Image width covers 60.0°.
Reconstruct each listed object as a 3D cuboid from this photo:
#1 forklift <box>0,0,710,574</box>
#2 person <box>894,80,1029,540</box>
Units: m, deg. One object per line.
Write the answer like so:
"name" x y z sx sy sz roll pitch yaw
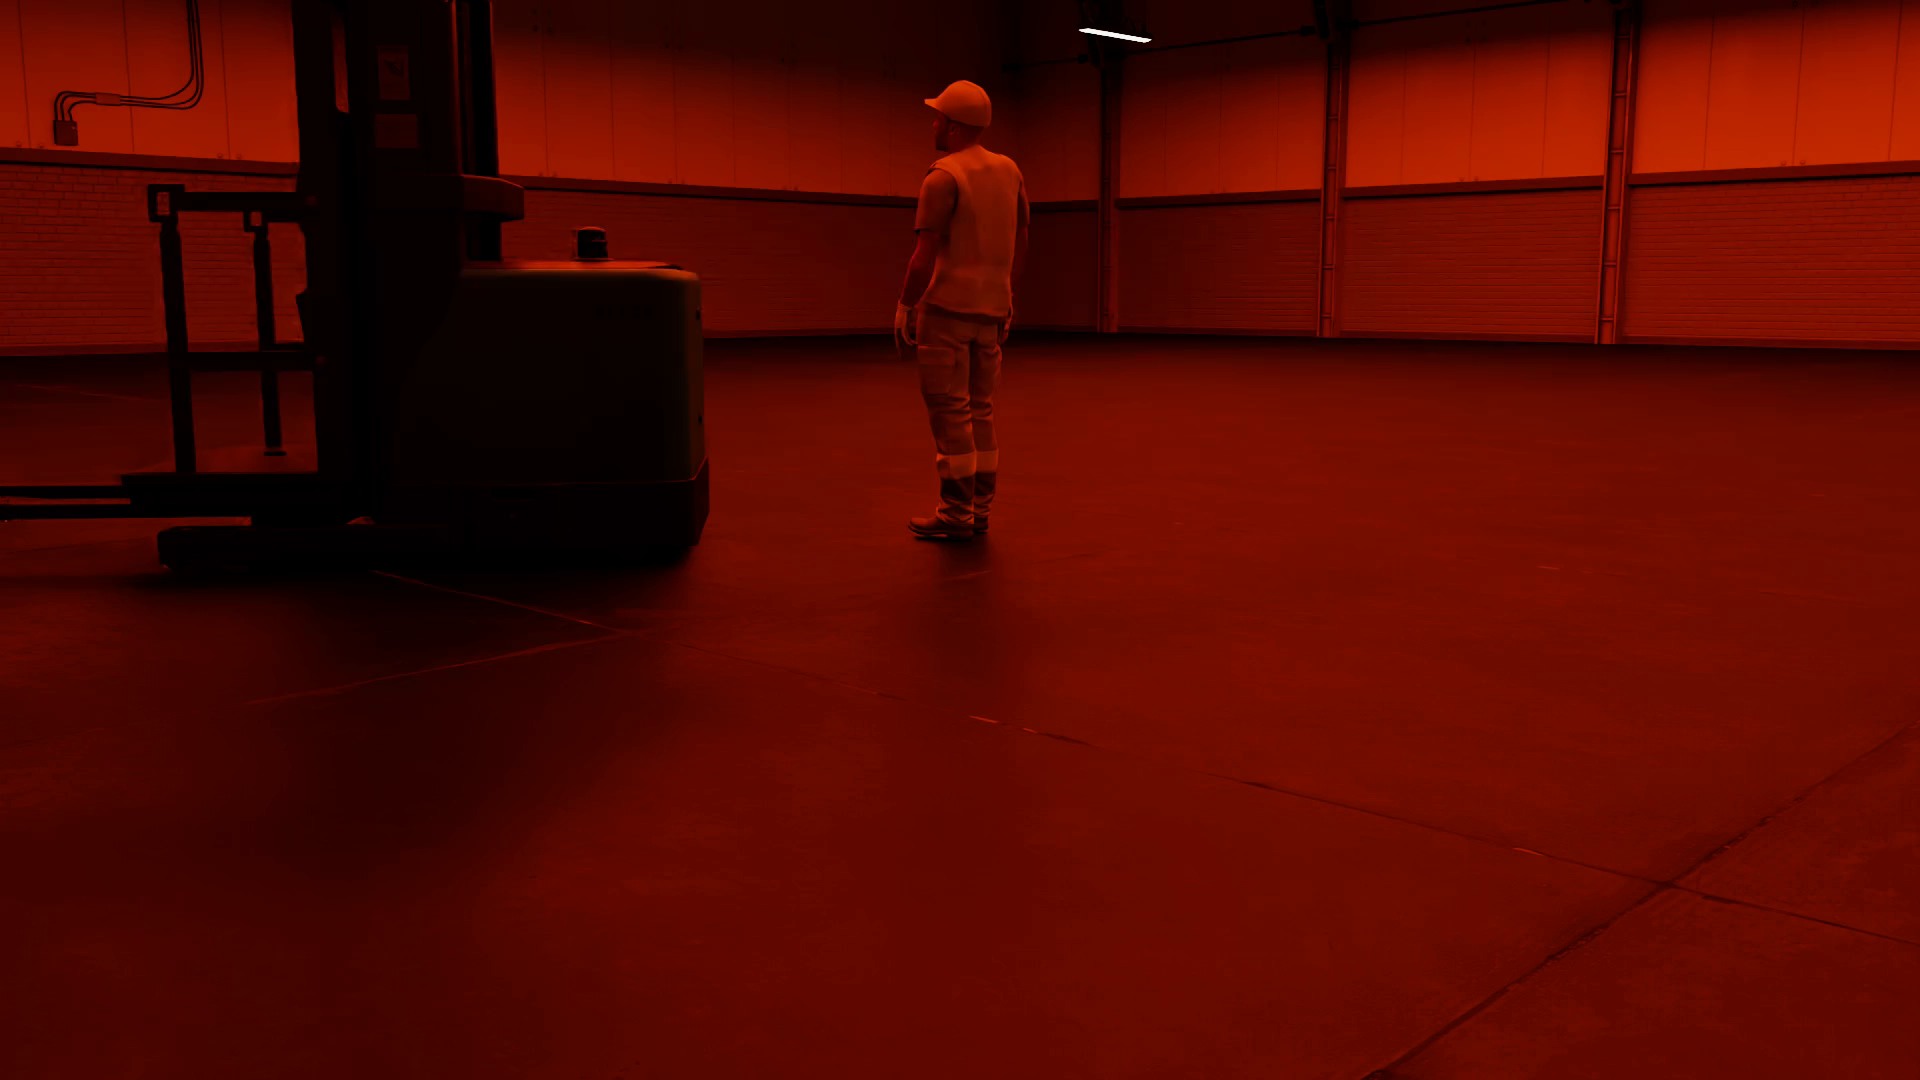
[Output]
"forklift" -2.525 -1.411 6.244 3.031 2.935 1.130 -1 9 -5
"person" -0.049 -0.901 6.646 0.564 1.787 0.638 8 12 43
